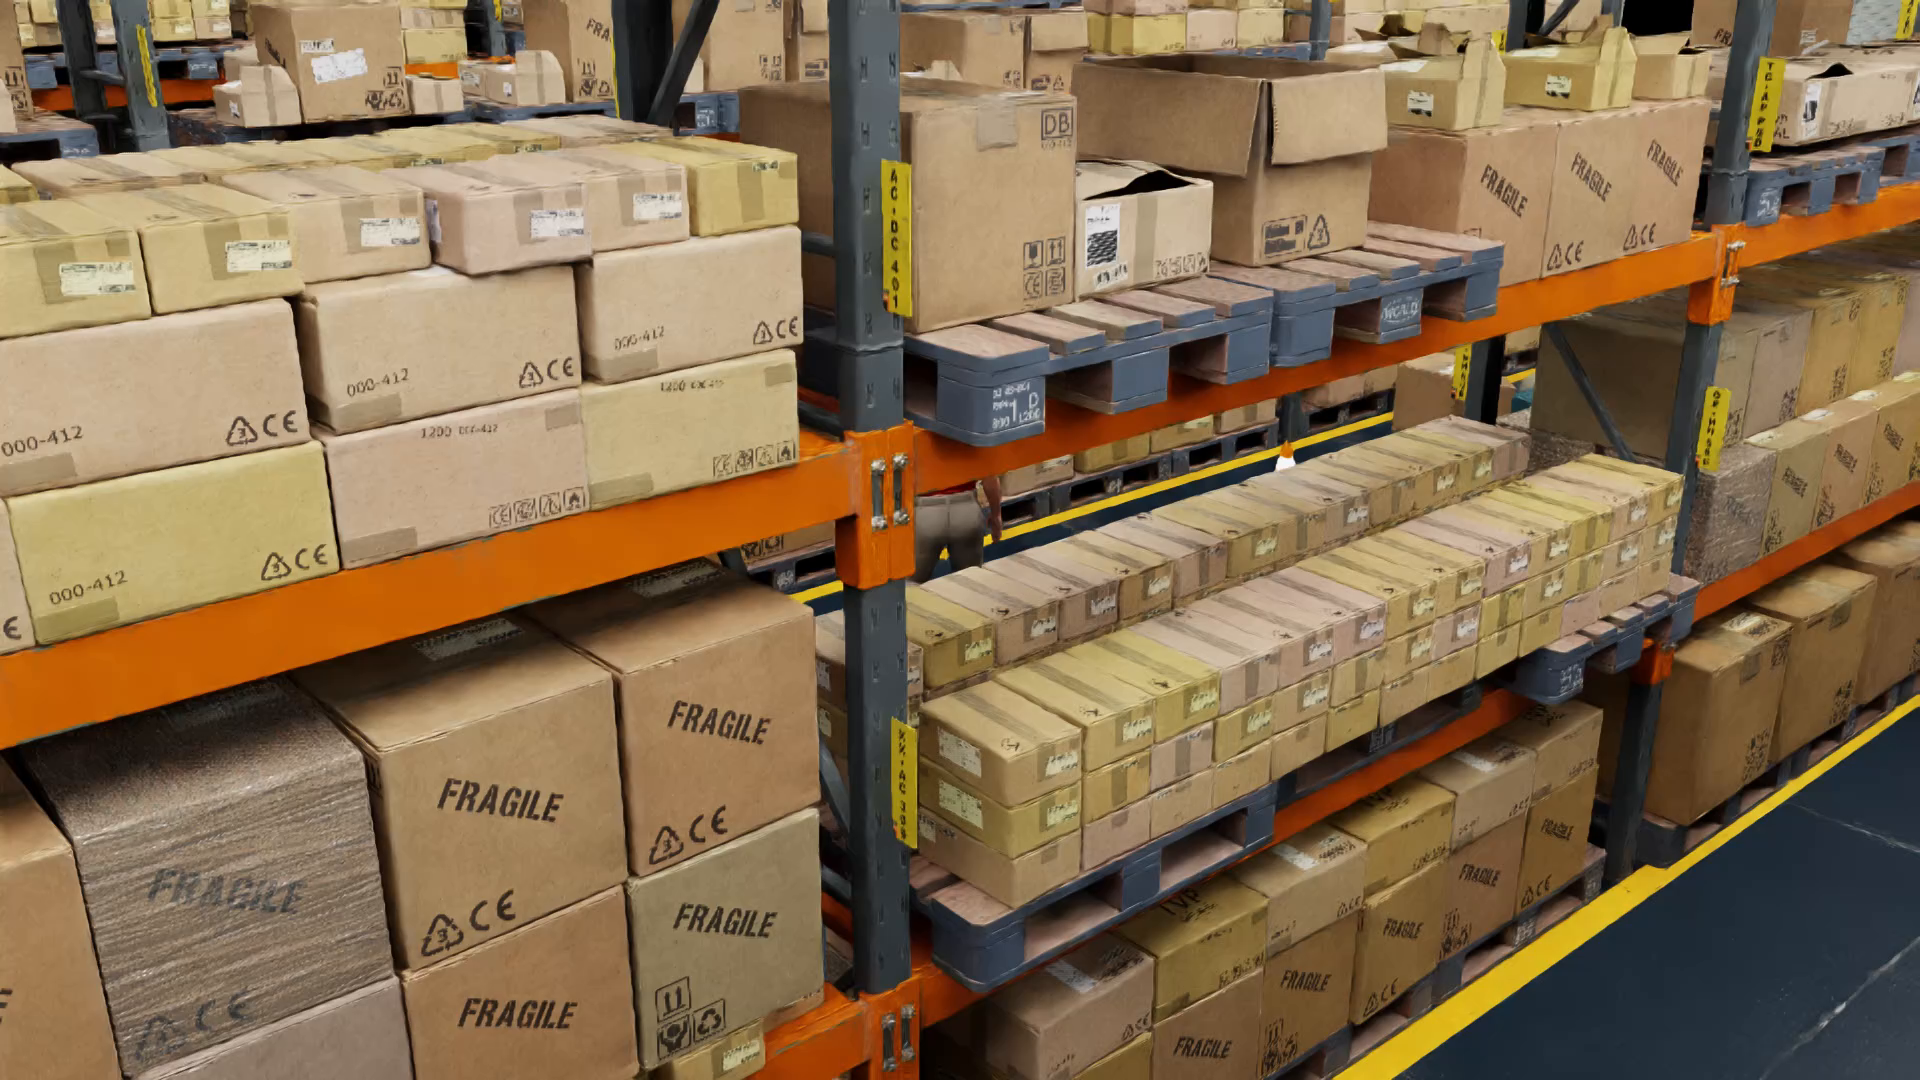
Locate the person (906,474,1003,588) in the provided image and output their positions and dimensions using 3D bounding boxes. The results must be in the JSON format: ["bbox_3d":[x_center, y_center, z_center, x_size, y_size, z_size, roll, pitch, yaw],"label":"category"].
[{"bbox_3d":[-0.072,-0.109,8.889,0.603,1.719,0.516,-4,21,-11],"label":"person"}]
